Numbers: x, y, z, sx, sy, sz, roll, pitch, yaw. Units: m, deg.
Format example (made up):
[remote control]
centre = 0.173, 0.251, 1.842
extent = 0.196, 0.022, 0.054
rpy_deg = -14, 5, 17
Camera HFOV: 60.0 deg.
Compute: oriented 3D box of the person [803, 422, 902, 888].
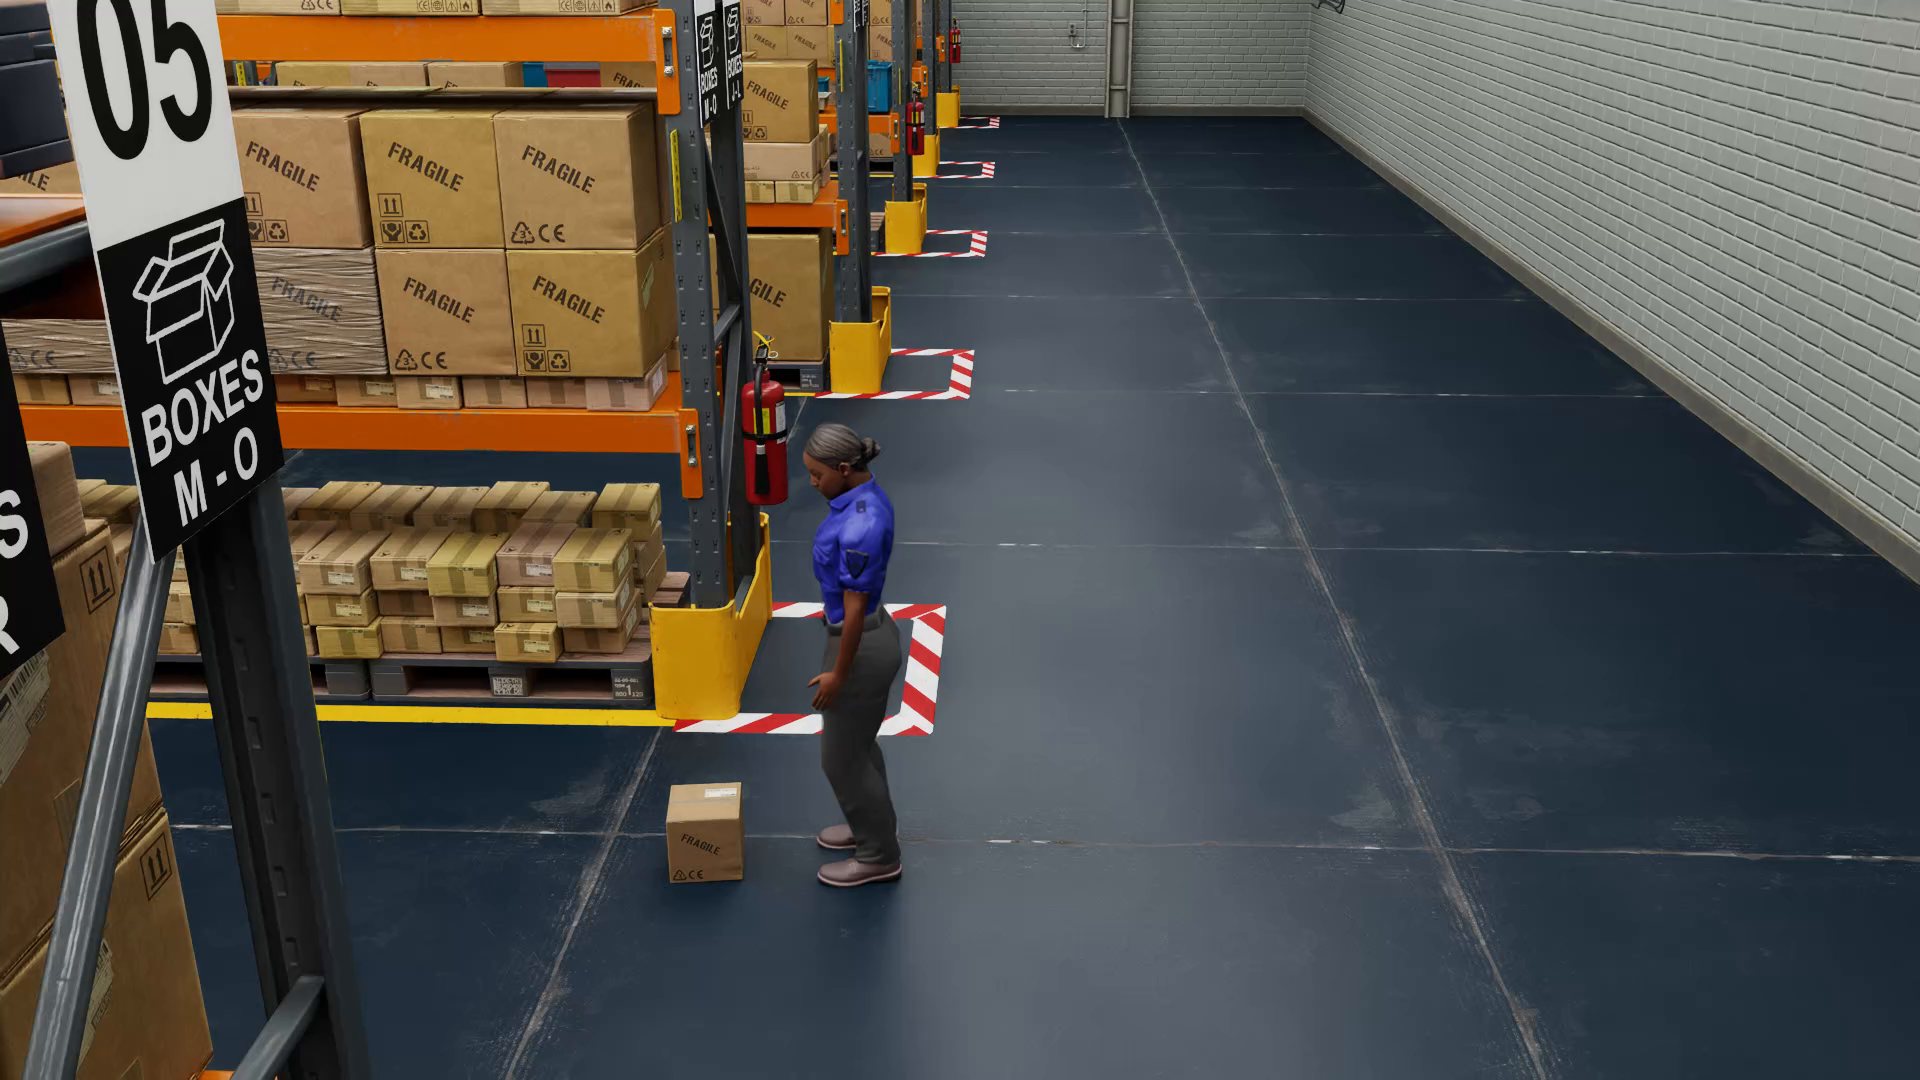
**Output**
[person]
centre = -0.358, 0.390, 5.607
extent = 0.320, 1.640, 0.444
rpy_deg = -1, 21, -4
